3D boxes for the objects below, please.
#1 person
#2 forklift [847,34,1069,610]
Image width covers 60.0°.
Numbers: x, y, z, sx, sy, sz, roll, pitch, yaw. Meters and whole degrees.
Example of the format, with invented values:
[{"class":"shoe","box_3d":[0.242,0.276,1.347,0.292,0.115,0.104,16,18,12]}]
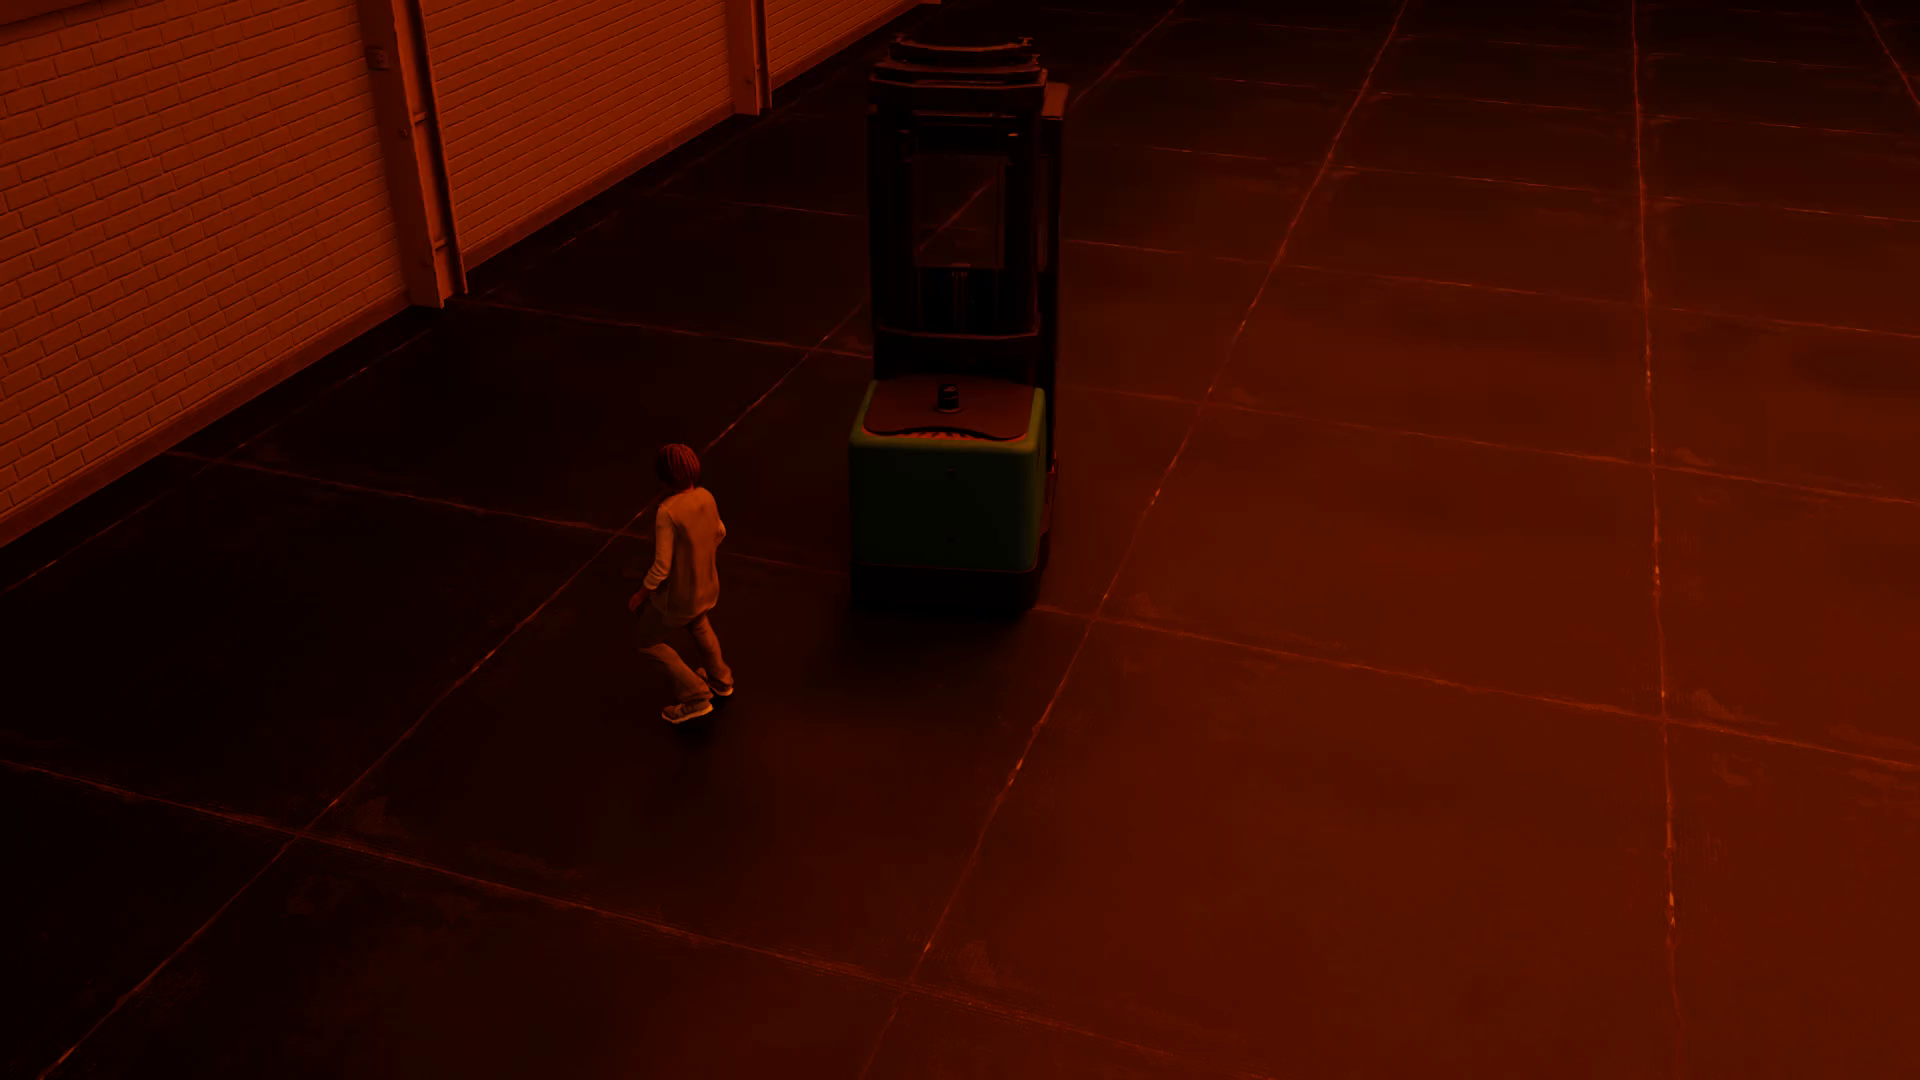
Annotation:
[{"class":"person","box_3d":[-1.347,0.219,8.178,0.409,1.508,0.600,17,34,27]},{"class":"forklift","box_3d":[0.052,-1.590,9.926,1.130,2.935,3.031,3,30,5]}]
